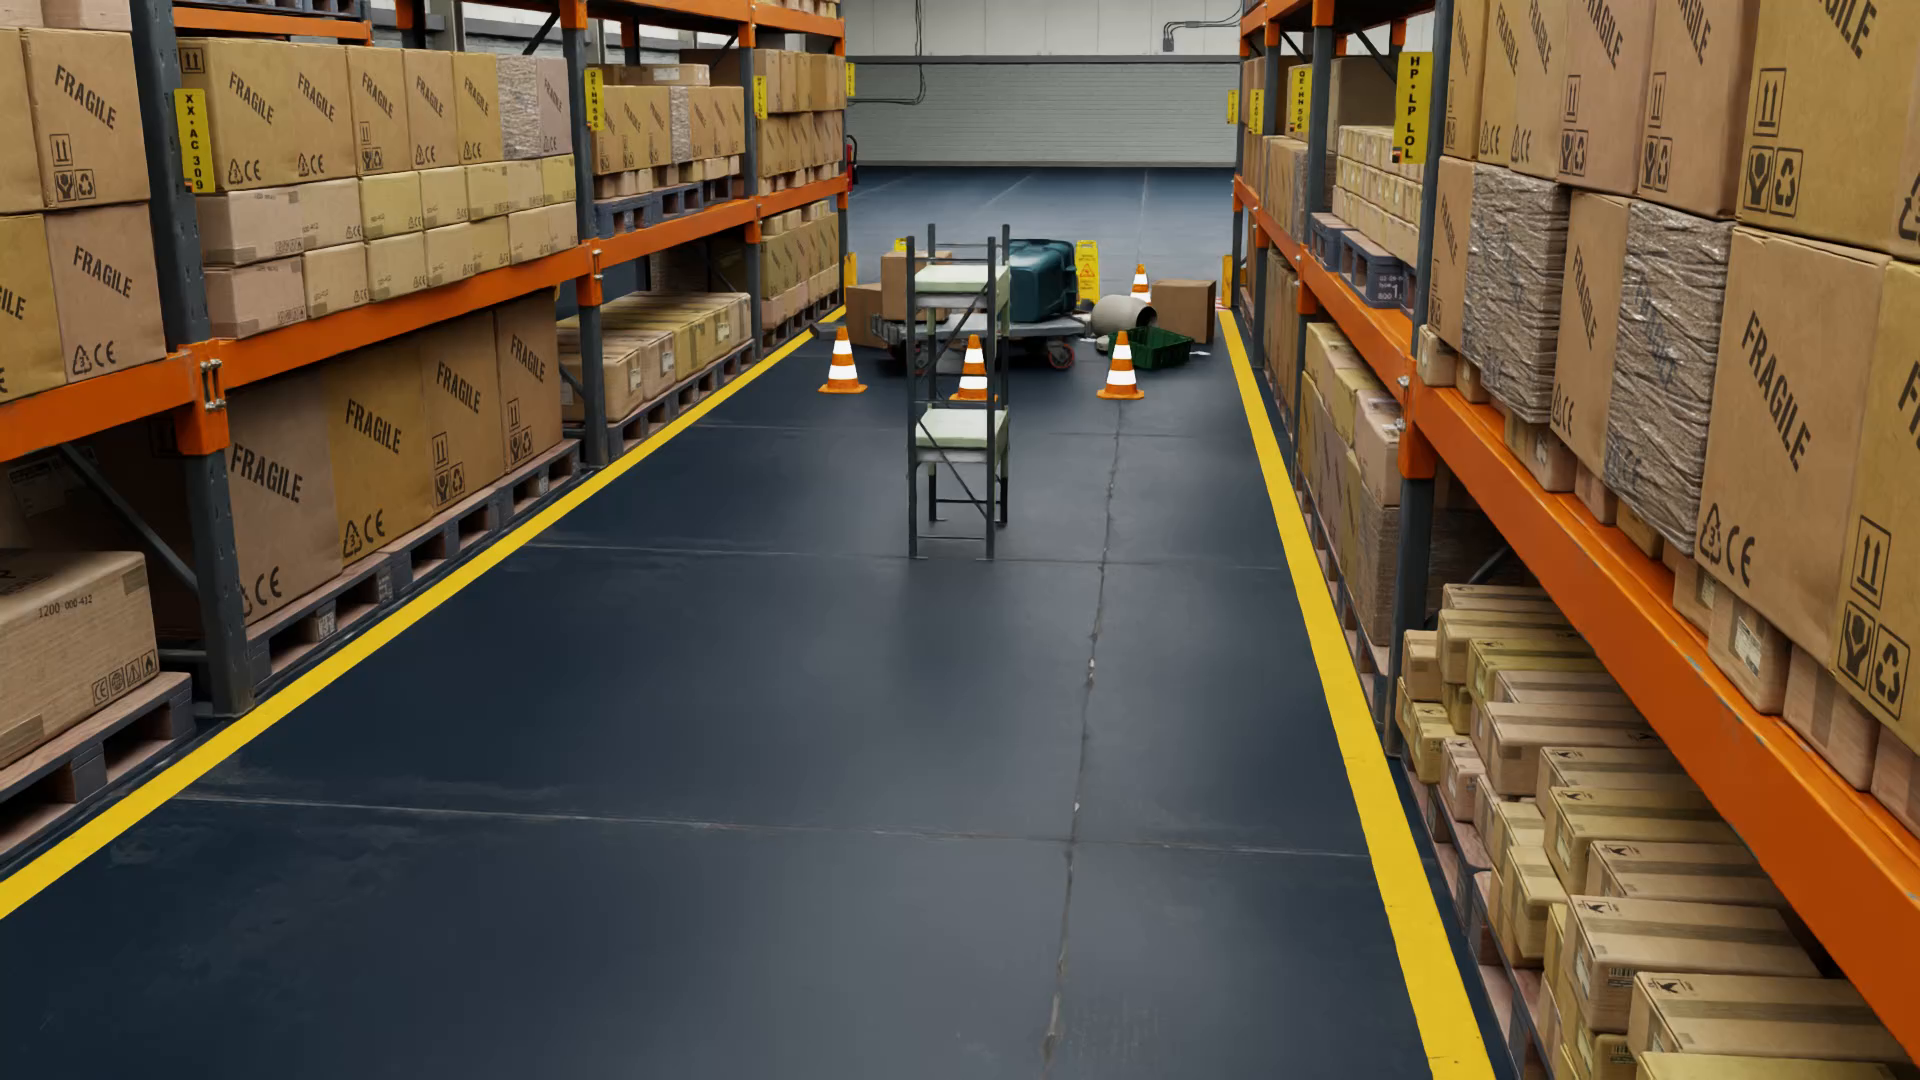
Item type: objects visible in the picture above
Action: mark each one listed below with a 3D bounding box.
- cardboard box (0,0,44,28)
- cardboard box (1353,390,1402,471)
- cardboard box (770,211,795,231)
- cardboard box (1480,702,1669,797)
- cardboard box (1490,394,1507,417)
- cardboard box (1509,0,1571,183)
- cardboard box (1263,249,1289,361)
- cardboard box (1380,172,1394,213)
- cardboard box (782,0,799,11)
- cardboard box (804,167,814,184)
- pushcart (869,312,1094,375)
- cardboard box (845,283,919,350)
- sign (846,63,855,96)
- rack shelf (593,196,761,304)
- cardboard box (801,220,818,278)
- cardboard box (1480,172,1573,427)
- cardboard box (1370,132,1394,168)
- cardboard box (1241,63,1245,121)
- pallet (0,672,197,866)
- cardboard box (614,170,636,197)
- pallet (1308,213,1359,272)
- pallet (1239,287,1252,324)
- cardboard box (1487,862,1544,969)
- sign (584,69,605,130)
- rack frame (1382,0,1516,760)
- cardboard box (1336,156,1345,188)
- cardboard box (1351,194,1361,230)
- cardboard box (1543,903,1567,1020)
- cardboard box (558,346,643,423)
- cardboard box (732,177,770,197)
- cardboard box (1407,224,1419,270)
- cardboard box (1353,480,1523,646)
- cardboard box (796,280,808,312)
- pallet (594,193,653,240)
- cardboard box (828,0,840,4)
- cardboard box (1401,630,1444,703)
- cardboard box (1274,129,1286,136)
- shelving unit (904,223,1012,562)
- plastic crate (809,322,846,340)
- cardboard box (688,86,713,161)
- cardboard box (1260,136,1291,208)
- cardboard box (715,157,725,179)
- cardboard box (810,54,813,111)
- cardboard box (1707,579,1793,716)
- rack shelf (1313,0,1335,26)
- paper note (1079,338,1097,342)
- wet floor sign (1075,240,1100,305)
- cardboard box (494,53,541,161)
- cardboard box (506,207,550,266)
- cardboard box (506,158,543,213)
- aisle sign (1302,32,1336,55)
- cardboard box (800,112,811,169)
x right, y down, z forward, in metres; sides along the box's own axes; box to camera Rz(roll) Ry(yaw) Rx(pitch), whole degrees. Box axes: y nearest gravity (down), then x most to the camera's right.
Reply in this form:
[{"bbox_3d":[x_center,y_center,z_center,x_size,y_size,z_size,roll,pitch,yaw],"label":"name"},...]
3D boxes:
[{"bbox_3d":[-2.873,-1.534,4.740,0.380,0.149,0.250,2,15,8],"label":"cardboard box"},{"bbox_3d":[1.817,-0.417,6.504,0.500,0.250,0.500,2,15,9],"label":"cardboard box"},{"bbox_3d":[-1.649,-2.779,14.477,0.380,0.149,0.250,2,15,8],"label":"cardboard box"},{"bbox_3d":[1.482,0.513,4.035,0.380,0.149,0.250,2,15,7],"label":"cardboard box"},{"bbox_3d":[1.623,-0.400,4.376,0.380,0.149,0.250,1,15,4],"label":"cardboard box"},{"bbox_3d":[1.489,-1.025,3.529,0.500,0.500,0.500,2,15,7],"label":"cardboard box"},{"bbox_3d":[2.835,-1.753,12.404,1.050,0.750,0.750,2,15,6],"label":"cardboard box"},{"bbox_3d":[1.907,-1.401,6.704,0.380,0.149,0.250,2,15,7],"label":"cardboard box"},{"bbox_3d":[-1.603,-4.652,14.353,0.380,0.149,0.250,1,15,5],"label":"cardboard box"},{"bbox_3d":[-1.567,-3.399,15.466,0.380,0.149,0.250,2,15,6],"label":"cardboard box"},{"bbox_3d":[0.157,-1.600,13.354,1.648,0.377,0.936,-4,16,-13],"label":"pushcart"},{"bbox_3d":[-0.641,-1.952,14.418,0.500,0.500,0.500,-14,20,-42],"label":"cardboard box"},{"bbox_3d":[-1.114,-4.647,16.777,0.100,0.325,0.005,2,15,6],"label":"sign"},{"bbox_3d":[-2.340,-2.054,11.388,1.077,0.370,4.000,2,15,6],"label":"rack shelf"},{"bbox_3d":[-1.613,-2.713,15.474,0.500,0.500,0.500,1,15,5],"label":"cardboard box"},{"bbox_3d":[1.465,-0.538,3.643,0.500,0.500,0.500,1,15,5],"label":"cardboard box"},{"bbox_3d":[1.973,-1.676,7.151,0.380,0.149,0.250,2,15,8],"label":"cardboard box"},{"bbox_3d":[3.187,-4.336,16.095,0.875,0.550,0.550,2,15,6],"label":"cardboard box"},{"bbox_3d":[-3.180,0.696,5.182,1.003,0.211,1.213,2,15,6],"label":"pallet"},{"bbox_3d":[-2.202,-2.184,10.170,0.380,0.149,0.250,1,15,3],"label":"cardboard box"},{"bbox_3d":[2.390,-1.482,8.264,1.213,0.211,1.003,2,15,6],"label":"pallet"},{"bbox_3d":[3.255,-2.282,16.196,1.003,0.211,1.213,2,15,6],"label":"pallet"},{"bbox_3d":[1.447,0.871,3.851,0.380,0.149,0.250,1,15,5],"label":"cardboard box"},{"bbox_3d":[-2.014,-2.426,9.167,0.100,0.325,0.005,2,15,6],"label":"sign"},{"bbox_3d":[1.913,-0.725,5.097,1.000,3.000,0.127,2,15,6],"label":"rack frame"},{"bbox_3d":[2.110,-1.868,8.431,0.380,0.149,0.250,2,15,9],"label":"cardboard box"},{"bbox_3d":[2.024,-1.524,7.729,0.380,0.149,0.250,2,15,9],"label":"cardboard box"},{"bbox_3d":[1.388,0.862,3.317,0.380,0.149,0.250,2,15,9],"label":"cardboard box"},{"bbox_3d":[-2.492,-0.963,10.205,0.950,0.372,0.625,1,15,2],"label":"cardboard box"},{"bbox_3d":[-1.760,-2.871,13.513,0.380,0.149,0.250,2,15,6],"label":"cardboard box"},{"bbox_3d":[1.820,-1.047,5.965,0.380,0.149,0.250,2,15,6],"label":"cardboard box"},{"bbox_3d":[1.746,0.079,6.106,0.500,0.500,0.500,1,15,5],"label":"cardboard box"},{"bbox_3d":[-1.673,-2.216,15.076,0.500,0.250,0.500,1,15,6],"label":"cardboard box"},{"bbox_3d":[-2.591,-1.977,10.096,1.213,0.211,1.003,2,15,6],"label":"pallet"},{"bbox_3d":[-1.453,-5.336,16.118,0.500,0.250,0.500,2,15,6],"label":"cardboard box"},{"bbox_3d":[1.554,0.389,5.063,0.380,0.149,0.250,2,15,9],"label":"cardboard box"},{"bbox_3d":[2.845,-2.968,13.106,0.875,0.550,0.550,2,15,6],"label":"cardboard box"},{"bbox_3d":[0.001,-0.726,7.973,0.431,1.500,0.755,2,15,6],"label":"shelving unit"},{"bbox_3d":[-1.122,-1.893,15.010,0.402,0.080,0.583,-4,16,-13],"label":"plastic crate"},{"bbox_3d":[-2.057,-2.925,11.668,0.500,0.500,0.500,2,15,8],"label":"cardboard box"},{"bbox_3d":[2.489,-2.720,12.282,0.500,0.500,0.500,2,15,7],"label":"cardboard box"},{"bbox_3d":[-1.939,-2.724,12.165,0.380,0.149,0.250,1,15,5],"label":"cardboard box"},{"bbox_3d":[-1.718,-4.101,14.905,0.700,0.500,0.500,2,15,6],"label":"cardboard box"},{"bbox_3d":[1.302,0.145,2.361,0.380,0.149,0.250,2,15,8],"label":"cardboard box"},{"bbox_3d":[2.139,-2.345,6.718,1.077,0.370,4.000,2,15,6],"label":"rack shelf"},{"bbox_3d":[1.151,-1.769,14.661,0.172,0.023,0.155,7,17,25],"label":"paper note"},{"bbox_3d":[1.303,-2.767,17.158,0.267,0.644,0.232,-1,15,-3],"label":"wet floor sign"},{"bbox_3d":[-2.414,-2.138,8.215,0.500,0.500,0.500,2,15,7],"label":"cardboard box"},{"bbox_3d":[-2.407,-1.538,8.390,0.500,0.250,0.500,2,15,7],"label":"cardboard box"},{"bbox_3d":[-2.422,-1.785,8.346,0.500,0.250,0.500,1,15,5],"label":"cardboard box"},{"bbox_3d":[3.573,-5.102,16.303,0.394,0.787,0.004,2,15,6],"label":"aisle sign"},{"bbox_3d":[-1.647,-3.610,15.003,0.500,0.500,0.500,2,15,7],"label":"cardboard box"}]
